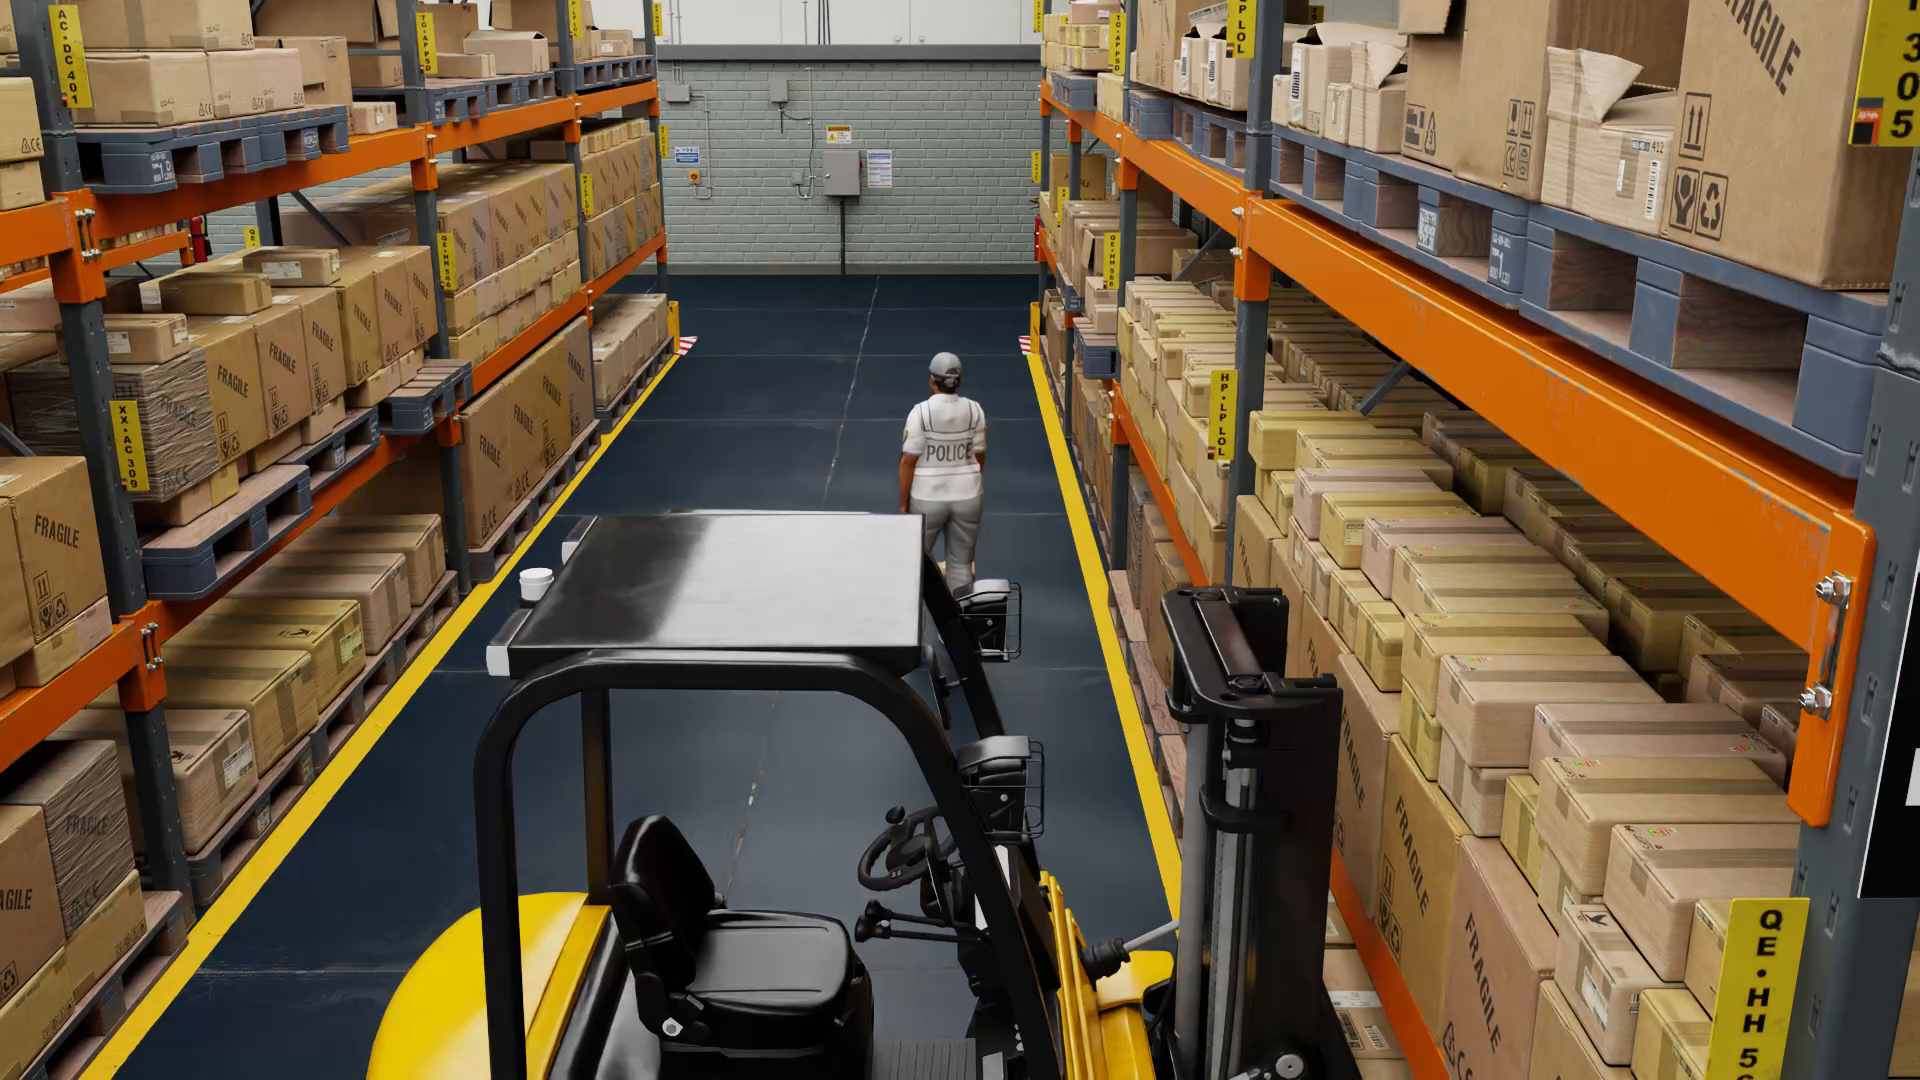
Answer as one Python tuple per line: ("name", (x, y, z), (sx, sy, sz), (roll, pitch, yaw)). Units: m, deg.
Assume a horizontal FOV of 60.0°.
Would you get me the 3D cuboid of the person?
("person", (-0.113, -0.208, 9.214), (0.497, 1.689, 0.498), (-5, 18, -16))
